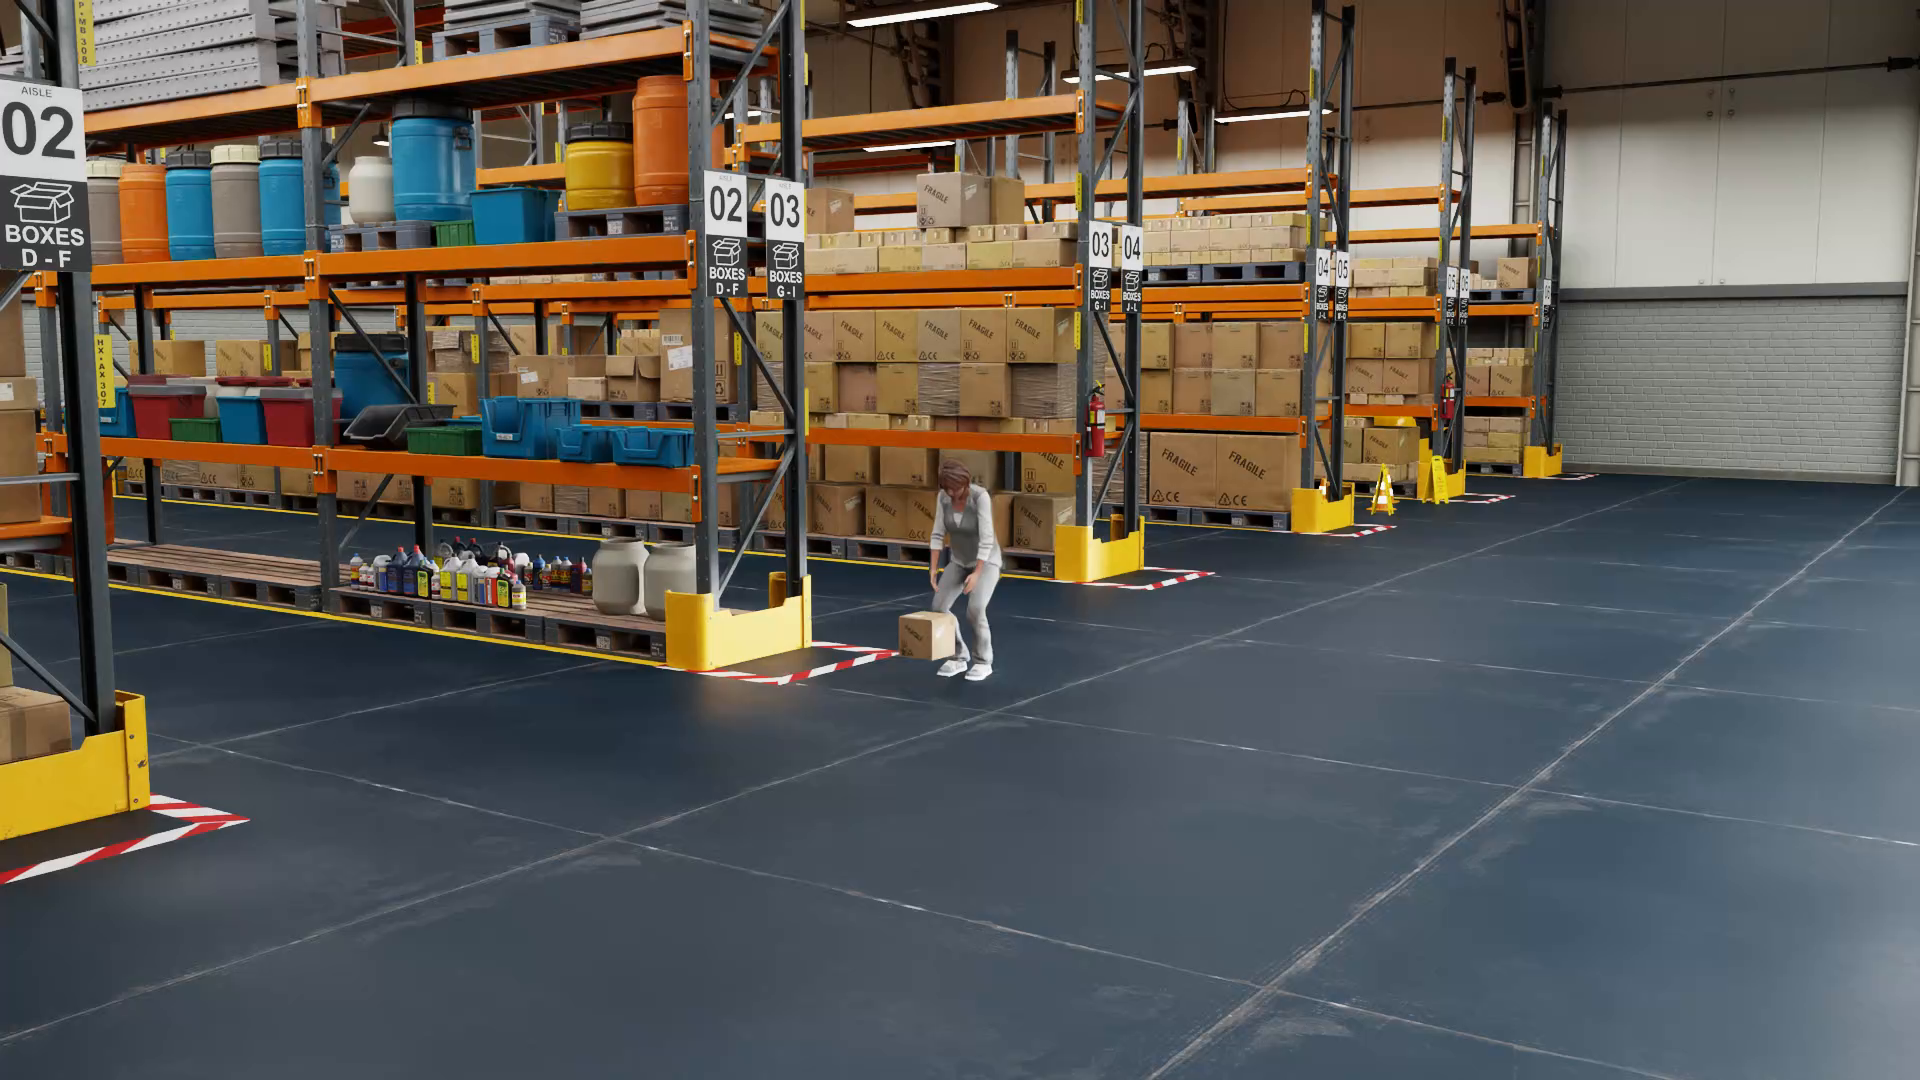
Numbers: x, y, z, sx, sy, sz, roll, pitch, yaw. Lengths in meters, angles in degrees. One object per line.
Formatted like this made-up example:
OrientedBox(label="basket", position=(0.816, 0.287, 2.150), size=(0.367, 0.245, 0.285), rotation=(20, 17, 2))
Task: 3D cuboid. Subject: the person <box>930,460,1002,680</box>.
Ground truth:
OrientedBox(label="person", position=(0.053, 0.189, 10.514), size=(0.459, 1.385, 0.580), rotation=(4, 8, 34))
